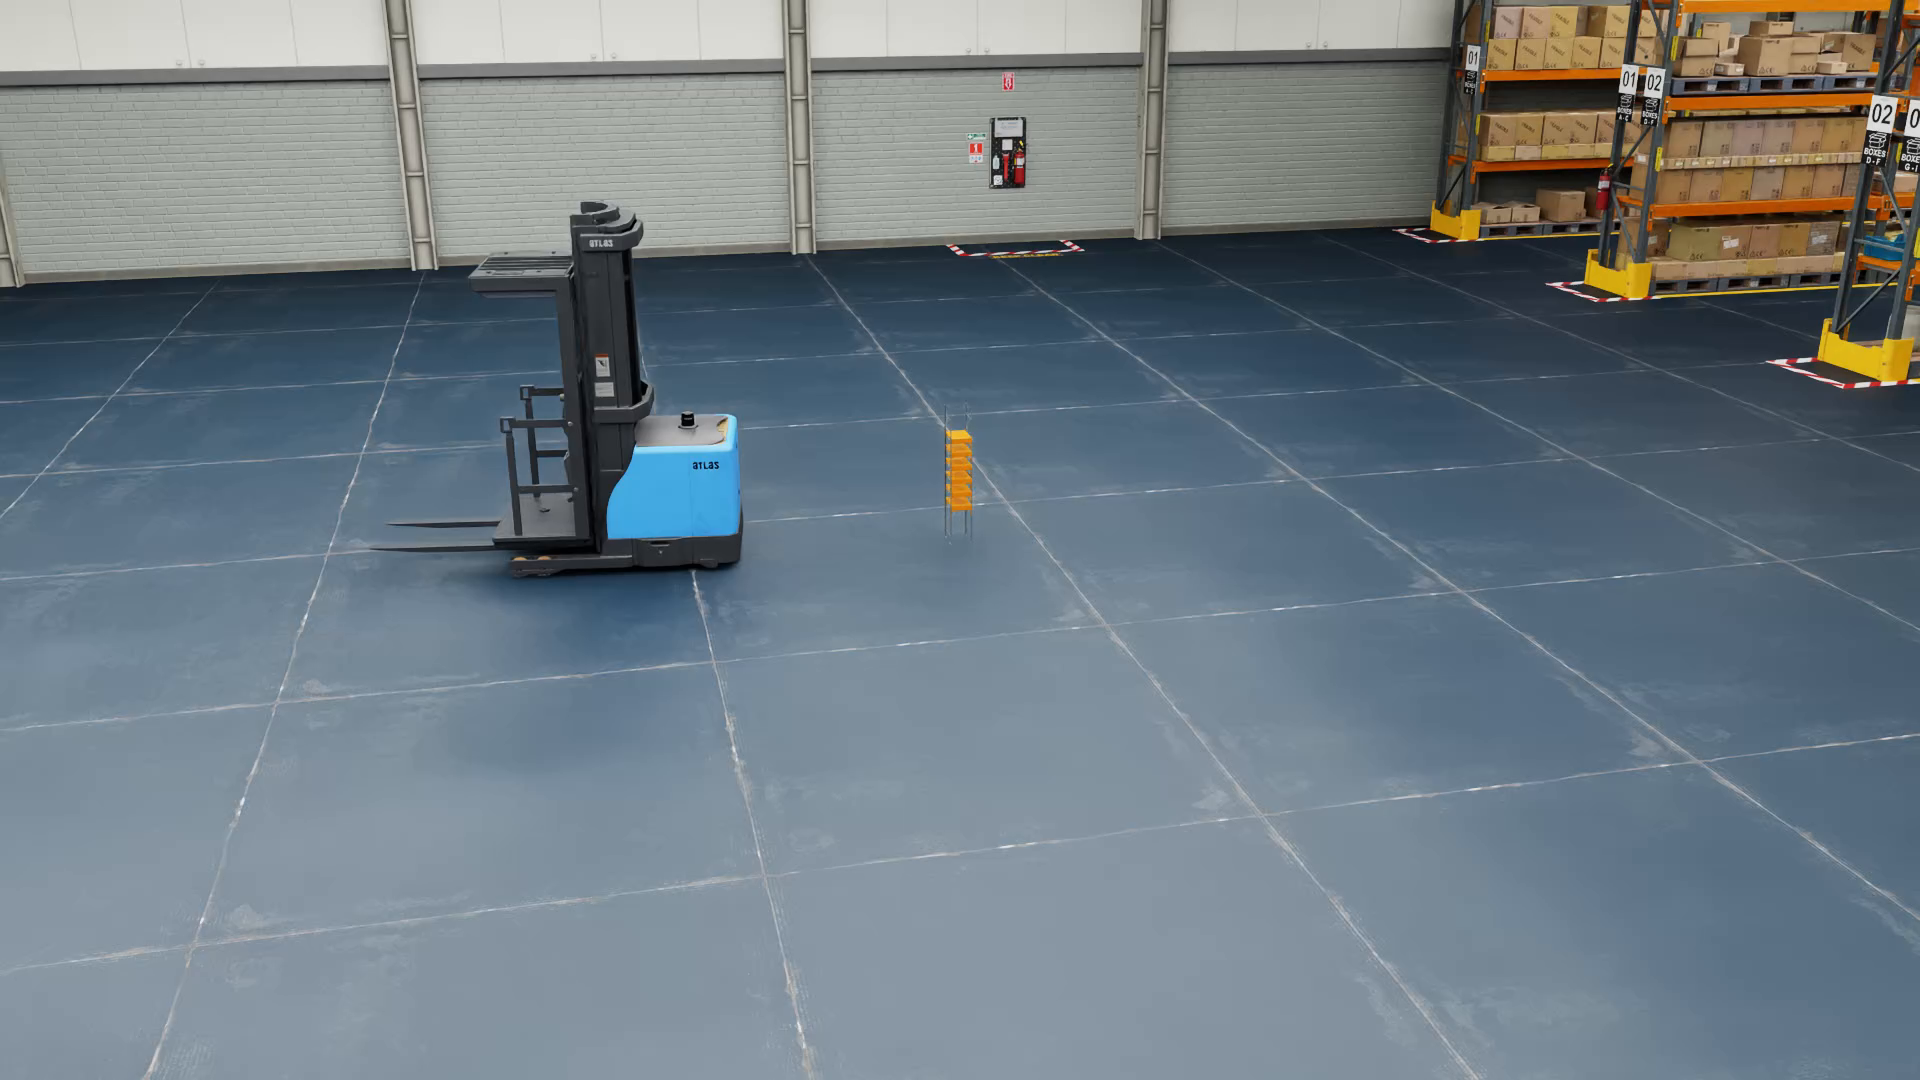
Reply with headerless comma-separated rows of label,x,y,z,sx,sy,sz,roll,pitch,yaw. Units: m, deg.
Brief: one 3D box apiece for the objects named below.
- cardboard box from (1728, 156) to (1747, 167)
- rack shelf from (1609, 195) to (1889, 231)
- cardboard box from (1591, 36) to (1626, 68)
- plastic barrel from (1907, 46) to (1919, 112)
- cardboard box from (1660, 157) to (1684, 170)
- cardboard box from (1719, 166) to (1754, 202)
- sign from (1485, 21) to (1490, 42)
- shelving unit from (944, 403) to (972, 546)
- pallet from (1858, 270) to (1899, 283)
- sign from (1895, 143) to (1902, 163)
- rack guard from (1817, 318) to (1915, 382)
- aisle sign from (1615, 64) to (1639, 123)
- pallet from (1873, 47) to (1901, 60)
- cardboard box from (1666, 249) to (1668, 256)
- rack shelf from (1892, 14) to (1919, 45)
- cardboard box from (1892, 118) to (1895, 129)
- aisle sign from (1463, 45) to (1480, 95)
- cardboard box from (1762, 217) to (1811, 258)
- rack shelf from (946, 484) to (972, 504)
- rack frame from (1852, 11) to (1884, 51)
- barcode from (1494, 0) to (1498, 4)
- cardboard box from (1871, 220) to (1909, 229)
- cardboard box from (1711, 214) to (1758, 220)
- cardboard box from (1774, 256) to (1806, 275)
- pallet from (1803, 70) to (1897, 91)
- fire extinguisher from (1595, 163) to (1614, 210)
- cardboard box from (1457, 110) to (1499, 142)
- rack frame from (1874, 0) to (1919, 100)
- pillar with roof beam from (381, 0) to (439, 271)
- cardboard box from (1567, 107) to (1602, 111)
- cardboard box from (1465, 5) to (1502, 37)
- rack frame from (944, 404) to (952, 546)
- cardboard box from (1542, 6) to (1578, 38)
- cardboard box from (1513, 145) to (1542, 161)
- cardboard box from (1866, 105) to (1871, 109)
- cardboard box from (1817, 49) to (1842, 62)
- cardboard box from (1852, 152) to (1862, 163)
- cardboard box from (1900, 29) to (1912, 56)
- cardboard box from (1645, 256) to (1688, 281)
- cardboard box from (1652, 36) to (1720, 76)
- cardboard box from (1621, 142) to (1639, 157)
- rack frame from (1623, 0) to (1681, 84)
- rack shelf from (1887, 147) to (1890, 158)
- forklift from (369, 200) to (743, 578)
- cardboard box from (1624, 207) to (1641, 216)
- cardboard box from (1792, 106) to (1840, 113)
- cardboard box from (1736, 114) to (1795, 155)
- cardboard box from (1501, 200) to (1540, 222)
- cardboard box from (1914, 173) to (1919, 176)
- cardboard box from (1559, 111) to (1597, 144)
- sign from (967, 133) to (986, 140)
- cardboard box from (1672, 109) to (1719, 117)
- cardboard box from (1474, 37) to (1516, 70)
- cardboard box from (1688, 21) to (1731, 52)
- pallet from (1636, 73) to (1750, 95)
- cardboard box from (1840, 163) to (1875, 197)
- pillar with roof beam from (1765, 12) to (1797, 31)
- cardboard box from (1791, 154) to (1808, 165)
cardboard box,11.179,-5.513,24.138,0.250,0.149,0.380,-5,21,-14
rack shelf,11.690,-4.941,24.710,4.000,0.370,1.077,-5,21,-12
cardboard box,11.033,-8.345,28.421,0.500,0.500,0.500,-5,21,-15
plastic barrel,11.324,-5.351,19.186,0.708,0.830,0.600,-5,21,-12
cardboard box,10.175,-5.431,23.913,0.250,0.149,0.380,-5,21,-13
cardboard box,11.195,-5.281,24.446,0.500,0.500,0.700,-5,21,-12
sign,8.725,-8.416,27.518,0.005,0.325,0.100,-5,21,-12
shelving unit,-0.014,-0.562,14.327,0.189,1.200,0.258,-5,21,-12
pallet,14.344,-4.199,25.693,1.213,0.211,1.003,-5,21,-12
sign,13.766,-5.695,24.349,0.005,0.325,0.100,-5,21,-12
rack guard,10.943,-2.310,20.116,0.348,0.500,1.175,-5,21,-12
aisle sign,9.612,-6.434,23.961,0.004,0.787,0.394,-5,21,-12
pallet,17.000,-8.800,30.113,1.003,0.211,1.213,-4,20,-10
cardboard box,10.681,-4.212,25.060,0.500,0.250,0.500,-5,21,-12
rack shelf,12.826,-5.912,19.220,4.000,0.370,1.077,-5,21,-12
cardboard box,16.917,-7.560,30.208,0.500,0.500,0.500,-4,21,-11
aisle sign,8.599,-7.893,27.943,0.004,0.787,0.394,-5,21,-12
cardboard box,12.260,-4.509,24.781,0.500,0.500,0.500,-5,21,-12
rack shelf,-0.014,-0.408,14.384,0.180,0.103,0.258,-5,21,-12
rack frame,16.385,-10.229,29.377,0.127,3.000,1.000,-5,21,-12
barcode,9.176,-9.209,28.482,0.075,0.075,0.001,-5,21,-12
cardboard box,14.469,-4.778,25.790,0.500,0.311,0.500,-4,21,-11
cardboard box,11.654,-4.644,25.150,0.500,0.500,0.500,-5,21,-12
cardboard box,12.263,-4.153,24.899,0.500,0.250,0.500,-5,21,-12
pallet,12.812,-6.728,24.310,1.213,0.211,1.003,-5,21,-12
fire extinguisher,9.522,-5.230,24.566,0.183,0.674,0.296,-5,21,-12
cardboard box,9.010,-7.178,28.869,0.500,0.500,0.500,-5,21,-13
rack frame,10.880,-6.279,18.595,0.127,3.000,1.000,-5,21,-12
pillar with roof beam,-7.444,-7.075,20.767,0.400,9.000,9.100,-5,21,-12
cardboard box,10.997,-7.342,29.316,0.500,0.500,0.500,-4,21,-11
cardboard box,8.960,-8.834,28.303,0.500,0.500,0.500,-4,20,-10
rack frame,-0.103,-0.555,14.307,0.006,1.200,0.240,-5,21,-12
cardboard box,10.027,-8.729,28.016,0.500,0.500,0.500,-4,21,-11
cardboard box,9.650,-6.696,28.643,0.500,0.250,0.500,-5,21,-14
cardboard box,16.767,-8.082,30.543,0.500,0.250,0.500,-4,21,-11
cardboard box,12.560,-7.072,24.437,0.500,0.311,0.500,-6,21,-15
cardboard box,13.180,-5.677,24.584,0.250,0.149,0.380,-5,21,-14
cardboard box,14.246,-7.360,24.424,0.500,0.500,0.500,-4,21,-12
cardboard box,10.317,-3.995,24.467,0.500,0.250,0.500,-5,21,-12
cardboard box,10.304,-6.884,23.644,0.637,0.503,0.797,-3,20,-9
cardboard box,11.615,-6.858,29.087,0.500,0.250,0.500,-5,21,-12
rack frame,9.744,-7.937,23.122,0.127,3.000,1.000,-5,21,-12
rack shelf,18.332,-7.232,30.964,4.000,0.370,1.077,-5,21,-12
forklift,-3.388,-1.257,13.706,3.031,2.935,1.130,-2,20,-5
cardboard box,11.979,-5.919,29.813,0.250,0.166,0.380,-7,21,-20
cardboard box,15.393,-7.571,30.059,0.500,0.500,0.700,-7,21,-18
cardboard box,11.741,-5.937,24.351,0.500,0.500,0.700,-5,21,-12
cardboard box,9.849,-5.792,29.257,0.500,0.311,0.500,-3,20,-8
cardboard box,14.900,-5.581,25.266,0.500,0.500,0.500,-3,20,-9
cardboard box,10.621,-7.126,28.728,0.500,0.500,0.500,-4,20,-11
sign,0.274,-6.719,27.696,0.331,0.109,0.001,-5,21,-12
cardboard box,12.996,-7.377,29.530,0.500,0.500,0.700,-5,21,-12
cardboard box,8.983,-8.186,27.987,0.500,0.500,0.500,-4,21,-11
cardboard box,13.043,-8.764,28.984,0.500,0.500,0.500,-2,20,-5
pallet,10.438,-6.535,23.782,1.213,0.211,1.003,-5,21,-12
cardboard box,13.206,-5.447,24.900,0.500,0.500,0.700,-5,21,-14
pillar with roof beam,15.912,-8.974,25.952,0.400,9.000,9.100,-5,21,-12
cardboard box,12.185,-5.595,24.362,0.250,0.149,0.380,-4,21,-11
